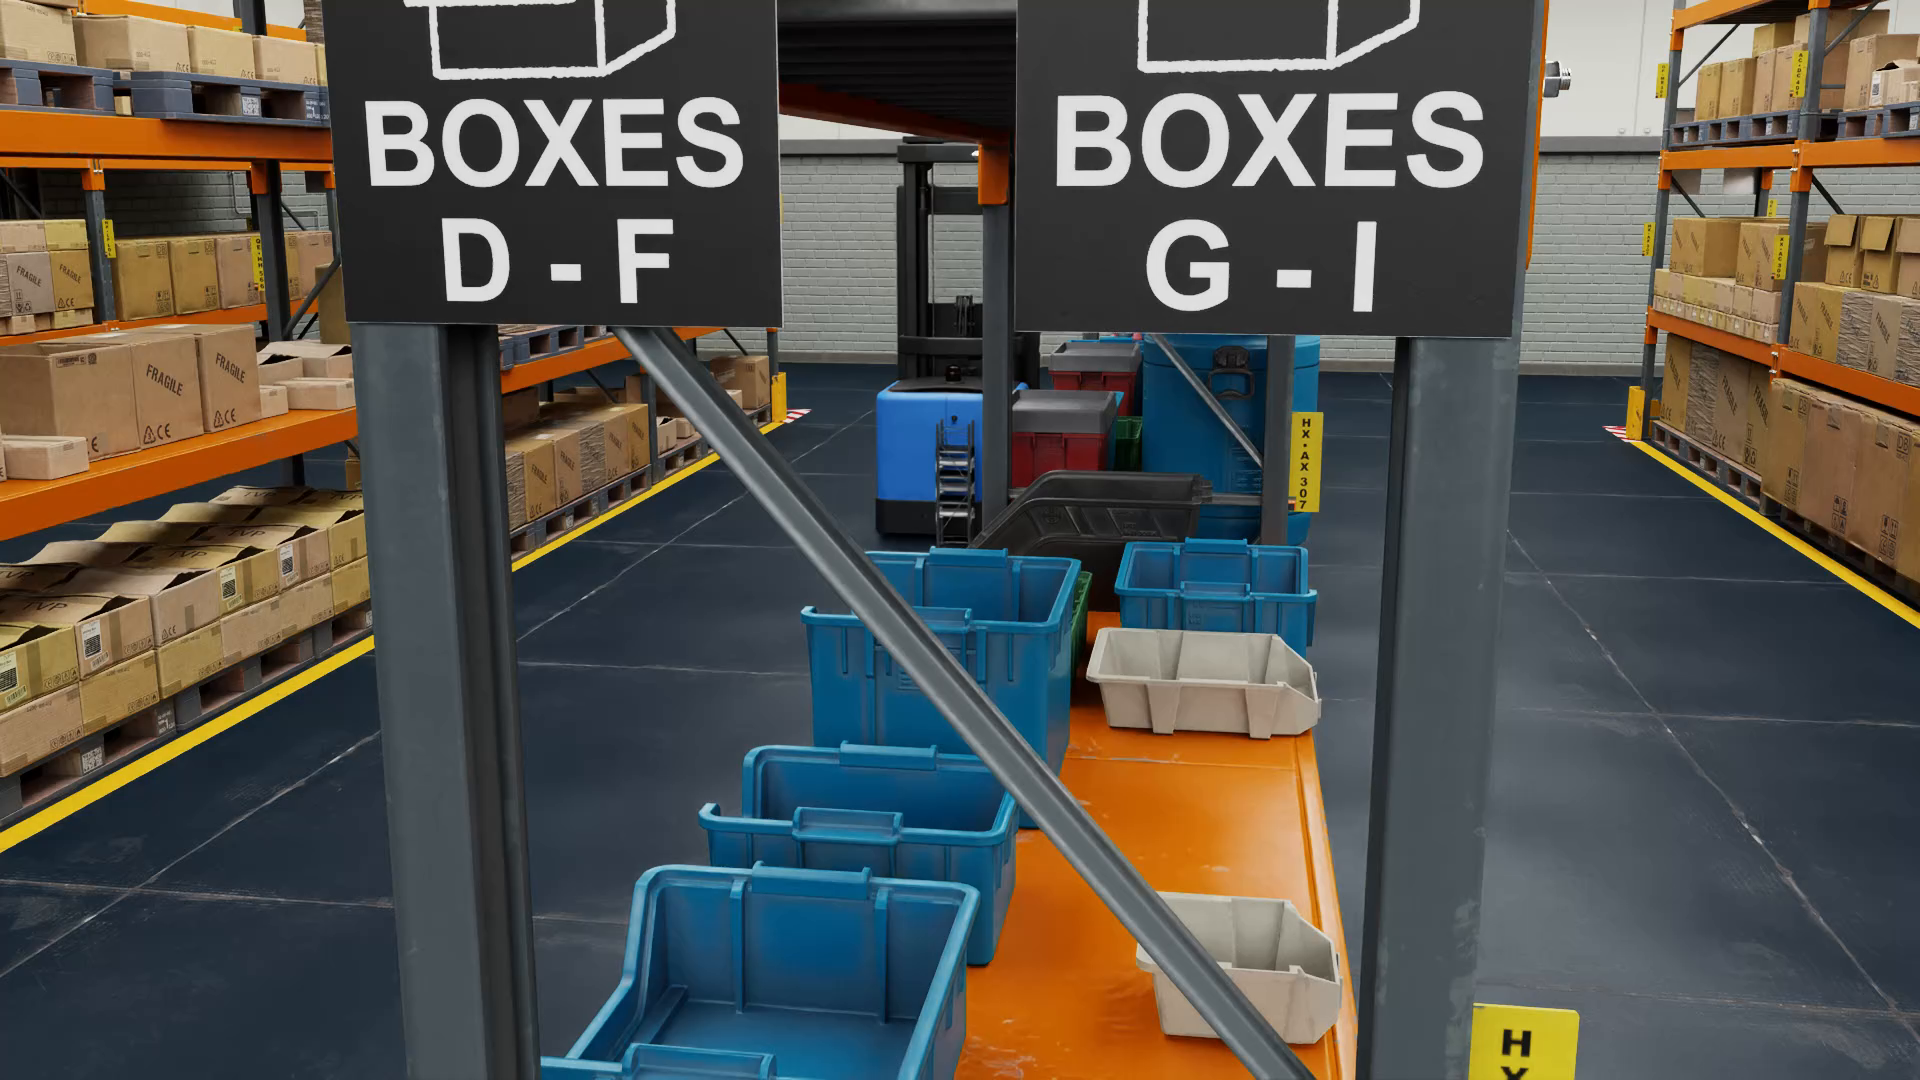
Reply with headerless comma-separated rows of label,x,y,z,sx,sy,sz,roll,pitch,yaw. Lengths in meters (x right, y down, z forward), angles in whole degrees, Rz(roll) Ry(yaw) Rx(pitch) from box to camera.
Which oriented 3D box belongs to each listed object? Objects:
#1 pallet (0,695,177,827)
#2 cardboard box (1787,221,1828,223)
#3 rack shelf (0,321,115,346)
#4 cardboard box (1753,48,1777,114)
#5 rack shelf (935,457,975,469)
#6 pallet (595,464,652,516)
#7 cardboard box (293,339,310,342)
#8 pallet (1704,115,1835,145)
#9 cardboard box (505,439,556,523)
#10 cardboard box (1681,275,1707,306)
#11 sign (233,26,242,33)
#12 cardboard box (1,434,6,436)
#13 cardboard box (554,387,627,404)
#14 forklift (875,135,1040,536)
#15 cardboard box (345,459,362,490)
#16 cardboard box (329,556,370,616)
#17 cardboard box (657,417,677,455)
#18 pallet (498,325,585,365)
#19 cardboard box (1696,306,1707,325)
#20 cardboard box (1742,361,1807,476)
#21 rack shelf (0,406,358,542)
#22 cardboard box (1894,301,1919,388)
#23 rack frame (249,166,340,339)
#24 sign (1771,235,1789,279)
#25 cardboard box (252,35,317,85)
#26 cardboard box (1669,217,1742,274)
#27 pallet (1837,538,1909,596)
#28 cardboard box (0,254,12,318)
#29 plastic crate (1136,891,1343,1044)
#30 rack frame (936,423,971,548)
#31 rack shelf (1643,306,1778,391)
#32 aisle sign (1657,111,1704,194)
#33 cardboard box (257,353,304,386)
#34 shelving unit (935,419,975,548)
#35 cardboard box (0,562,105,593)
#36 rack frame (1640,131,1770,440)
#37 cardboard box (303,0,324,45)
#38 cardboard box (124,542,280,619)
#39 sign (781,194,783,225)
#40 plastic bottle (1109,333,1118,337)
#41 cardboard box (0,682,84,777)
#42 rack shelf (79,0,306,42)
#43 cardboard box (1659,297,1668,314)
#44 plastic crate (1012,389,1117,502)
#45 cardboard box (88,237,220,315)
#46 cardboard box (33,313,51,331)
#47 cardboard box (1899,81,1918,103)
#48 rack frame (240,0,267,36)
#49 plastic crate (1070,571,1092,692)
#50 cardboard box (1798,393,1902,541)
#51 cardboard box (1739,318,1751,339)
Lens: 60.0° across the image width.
pallet,-4.243,0.910,7.268,1.003,0.211,1.213,2,12,9
cardboard box,7.186,-2.382,13.798,0.500,0.500,0.500,1,12,7
rack shelf,-8.290,-1.355,12.869,1.077,0.370,4.000,2,12,9
cardboard box,6.849,-3.688,13.393,0.700,0.500,0.500,3,12,12
rack shelf,-0.033,-0.524,11.594,0.258,0.077,0.200,2,12,7
pallet,-3.175,-0.430,13.486,1.003,0.211,1.213,2,12,9
cardboard box,-7.216,-2.075,17.897,0.380,0.149,0.250,2,12,8
pallet,7.027,-3.488,14.148,1.003,0.211,1.213,2,12,9
cardboard box,-3.193,-0.423,11.724,0.500,0.500,0.500,2,12,8
cardboard box,6.821,-2.242,14.928,0.500,0.250,0.500,1,12,7
sign,-4.238,-2.868,9.833,0.100,0.325,0.005,2,12,9
cardboard box,-4.364,-0.421,7.148,0.396,0.266,0.258,2,12,7
cardboard box,-3.280,-1.084,14.794,0.500,0.500,0.500,2,12,9
forklift,0.093,-1.716,12.997,1.130,2.935,3.031,2,12,7
cardboard box,-3.790,-0.326,11.276,0.500,0.500,0.500,2,12,11
cardboard box,-3.618,0.233,9.322,0.500,0.250,0.500,2,12,8
cardboard box,-2.809,-0.944,14.594,0.500,0.311,0.500,2,12,9
pallet,-3.408,-1.442,12.020,1.003,0.211,1.213,2,12,9
cardboard box,6.700,-1.968,14.602,0.380,0.149,0.250,2,12,7
cardboard box,6.881,-0.943,13.296,0.875,0.875,0.875,2,12,9
rack shelf,-4.010,-0.363,8.264,1.077,0.370,4.000,2,12,9
cardboard box,6.076,-1.180,10.113,0.500,0.500,0.500,1,12,7
rack frame,-7.367,-2.956,18.589,1.000,3.000,0.127,2,12,9
sign,6.152,-2.121,12.473,0.100,0.325,0.005,2,12,9
cardboard box,-3.779,-2.523,8.820,0.500,0.250,0.500,2,12,10
cardboard box,6.899,-2.718,15.354,0.500,0.500,0.500,2,12,7
pallet,6.471,0.139,10.846,1.003,0.211,1.213,2,12,9
cardboard box,-7.959,-2.012,13.219,0.500,0.500,0.500,2,12,9
plastic crate,0.417,0.649,2.488,0.298,0.136,0.250,2,12,9
rack frame,-0.046,-0.360,11.526,0.240,0.900,0.006,2,12,7
rack shelf,7.009,-1.706,14.499,1.077,0.370,4.000,2,12,9
aisle sign,7.031,-3.770,16.195,0.394,0.787,0.004,2,12,9
cardboard box,-4.031,-0.907,9.295,0.500,0.311,0.500,2,12,8
shelving unit,-0.033,-0.381,11.624,0.258,0.900,0.210,2,12,7
cardboard box,-4.385,0.261,7.862,0.500,0.311,0.500,2,12,8
rack frame,7.316,-2.474,16.355,1.000,3.000,0.127,2,12,9
cardboard box,-3.629,-3.225,10.109,0.500,0.500,0.500,2,12,9
cardboard box,-3.772,0.169,8.290,0.500,0.311,0.500,2,12,10
sign,-1.926,-3.494,17.590,0.100,0.325,0.005,2,12,9
plastic bottle,1.008,-1.248,10.943,0.061,0.283,0.133,2,12,9
cardboard box,-4.010,0.765,6.854,0.500,0.250,0.500,2,12,7
rack shelf,-7.675,-4.925,16.143,1.077,0.370,4.000,2,12,9
cardboard box,6.897,-2.235,15.840,0.380,0.149,0.250,2,12,8
plastic crate,0.349,-0.279,6.015,0.402,0.464,0.583,2,12,9
cardboard box,-7.765,-2.534,15.919,0.980,0.700,0.700,2,12,7
cardboard box,-7.854,-1.825,13.890,0.380,0.149,0.250,2,12,10
cardboard box,6.324,-2.885,10.741,0.380,0.149,0.250,1,12,6
rack frame,-3.702,-4.063,9.488,1.000,3.000,0.127,2,12,9
plastic crate,0.089,0.240,4.262,0.450,0.188,0.662,2,12,9
cardboard box,6.486,-0.488,11.186,1.225,0.875,0.875,1,12,7
cardboard box,6.503,-1.700,13.358,0.380,0.149,0.250,2,12,8
